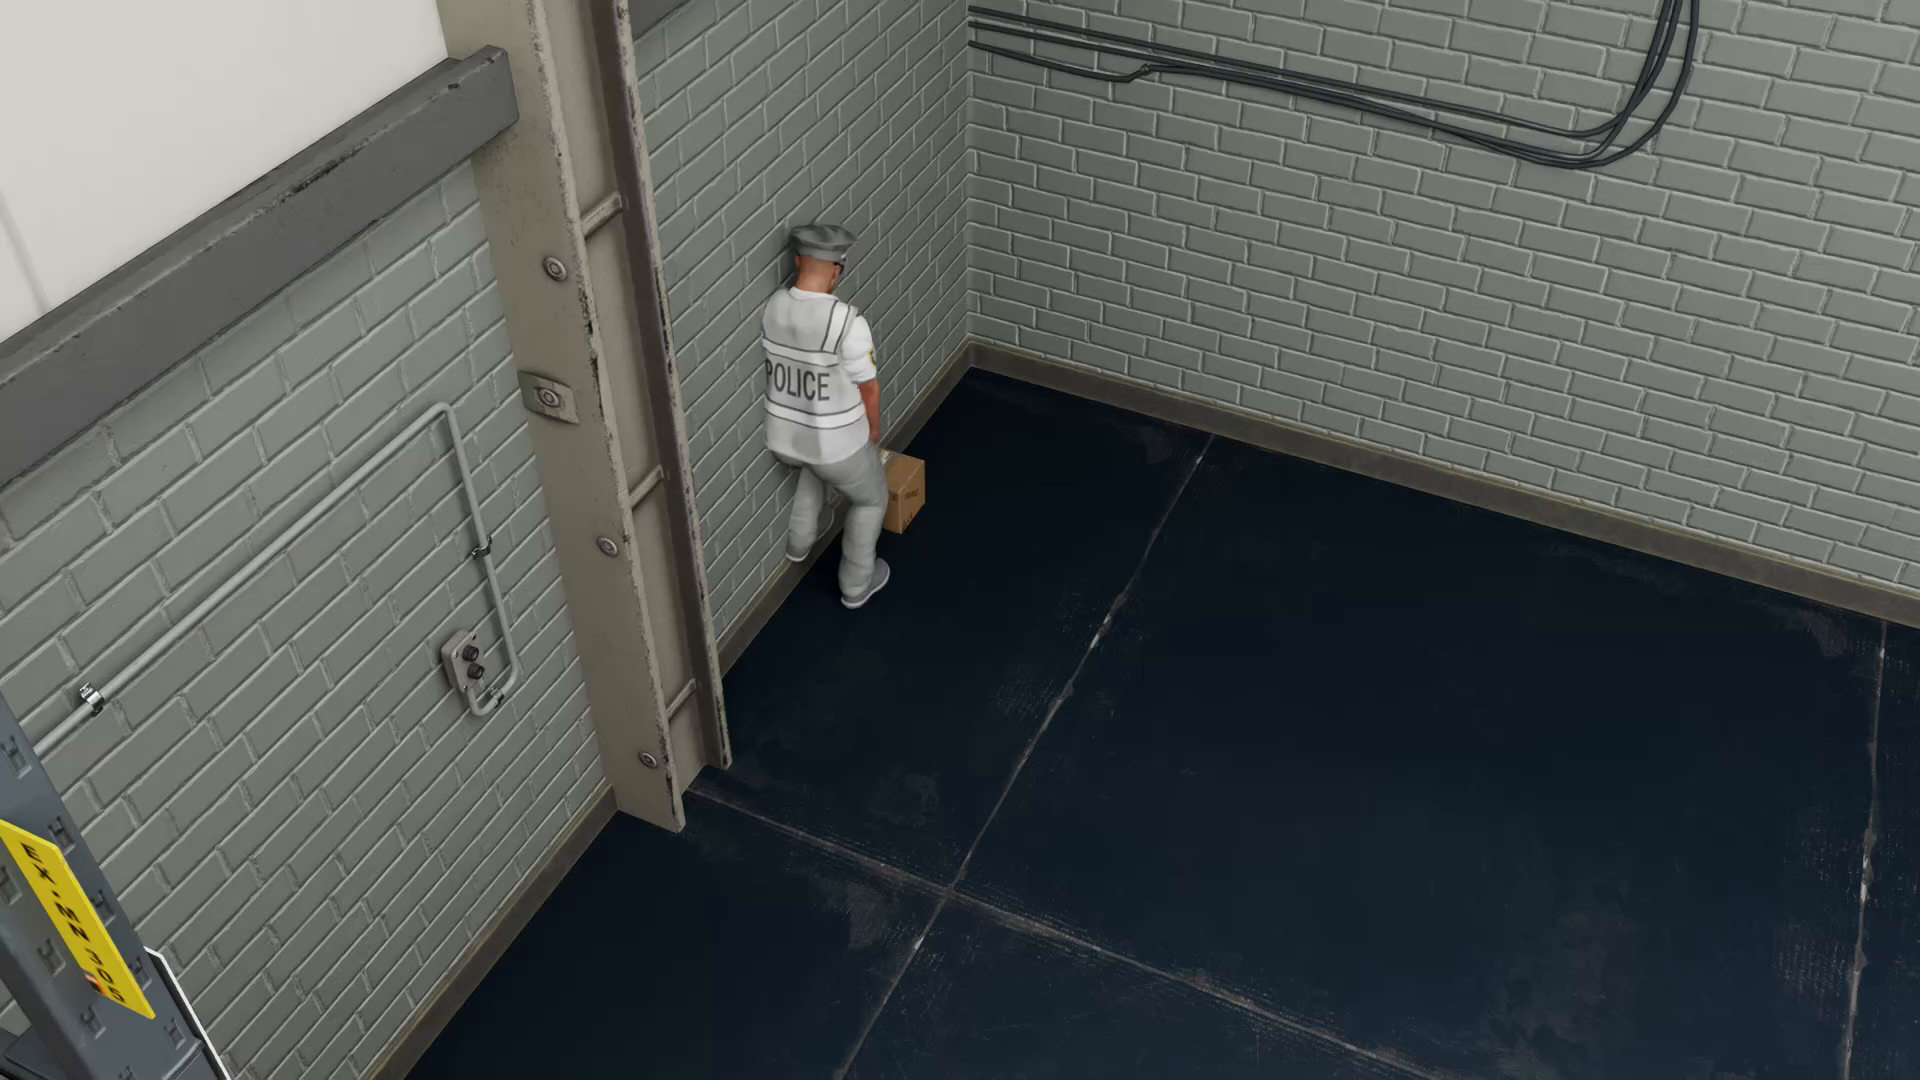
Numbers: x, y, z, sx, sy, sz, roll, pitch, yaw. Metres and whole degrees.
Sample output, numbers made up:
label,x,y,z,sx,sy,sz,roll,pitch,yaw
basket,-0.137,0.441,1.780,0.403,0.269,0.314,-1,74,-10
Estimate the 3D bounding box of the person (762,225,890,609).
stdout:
label,x,y,z,sx,sy,sz,roll,pitch,yaw
person,-0.561,-0.476,6.740,0.557,1.698,0.520,18,45,20
